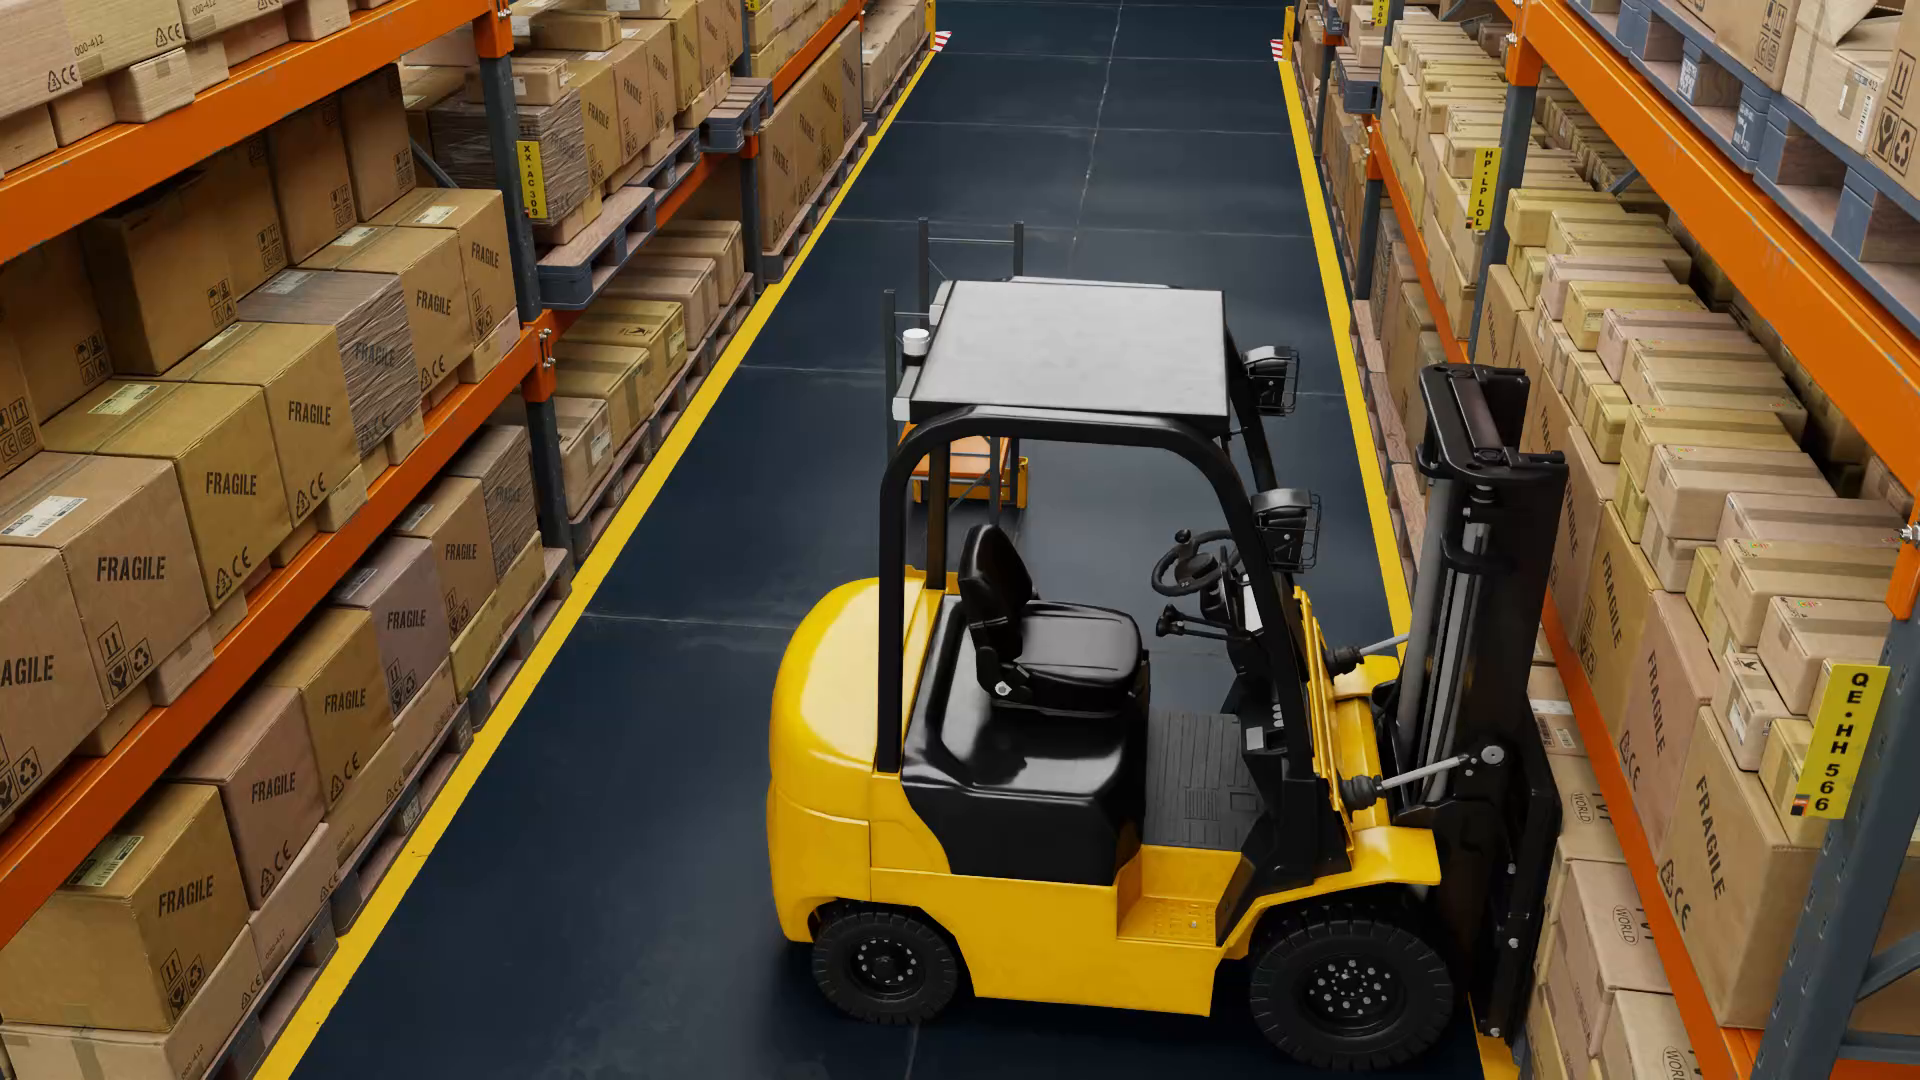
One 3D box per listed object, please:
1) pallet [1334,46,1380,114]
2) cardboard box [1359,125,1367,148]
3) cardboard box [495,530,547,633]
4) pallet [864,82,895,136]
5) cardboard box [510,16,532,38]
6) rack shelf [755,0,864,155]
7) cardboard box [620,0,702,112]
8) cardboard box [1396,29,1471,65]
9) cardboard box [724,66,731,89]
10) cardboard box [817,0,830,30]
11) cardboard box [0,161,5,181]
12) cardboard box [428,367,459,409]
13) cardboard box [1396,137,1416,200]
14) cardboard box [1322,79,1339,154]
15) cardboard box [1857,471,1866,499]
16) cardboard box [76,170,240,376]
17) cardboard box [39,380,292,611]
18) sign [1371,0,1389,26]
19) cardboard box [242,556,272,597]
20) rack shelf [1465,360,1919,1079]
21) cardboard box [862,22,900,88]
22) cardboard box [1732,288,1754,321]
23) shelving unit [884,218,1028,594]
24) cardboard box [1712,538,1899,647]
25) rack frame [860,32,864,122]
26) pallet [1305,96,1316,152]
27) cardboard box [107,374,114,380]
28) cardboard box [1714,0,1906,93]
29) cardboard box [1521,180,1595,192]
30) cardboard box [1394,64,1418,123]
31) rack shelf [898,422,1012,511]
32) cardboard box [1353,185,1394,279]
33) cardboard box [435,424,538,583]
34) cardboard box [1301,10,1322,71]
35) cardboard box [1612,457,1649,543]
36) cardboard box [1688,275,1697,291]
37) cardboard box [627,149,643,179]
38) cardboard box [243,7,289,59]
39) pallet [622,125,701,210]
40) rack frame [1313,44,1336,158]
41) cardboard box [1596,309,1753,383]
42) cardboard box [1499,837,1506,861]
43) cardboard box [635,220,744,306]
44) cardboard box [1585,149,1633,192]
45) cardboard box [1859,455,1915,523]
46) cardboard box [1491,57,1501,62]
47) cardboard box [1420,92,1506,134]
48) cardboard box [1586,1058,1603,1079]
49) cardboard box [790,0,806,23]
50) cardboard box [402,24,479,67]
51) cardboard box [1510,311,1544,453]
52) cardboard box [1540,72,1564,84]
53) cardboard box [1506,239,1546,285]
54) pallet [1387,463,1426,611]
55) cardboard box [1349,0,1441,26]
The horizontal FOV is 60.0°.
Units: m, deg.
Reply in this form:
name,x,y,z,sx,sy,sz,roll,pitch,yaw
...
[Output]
name,x,y,z,sx,sy,sz,roll,pitch,yaw
pallet,3.091,-2.992,10.843,1.213,0.211,1.003,3,28,6
cardboard box,3.073,-2.861,11.907,0.380,0.149,0.250,3,28,5
cardboard box,-2.145,0.162,7.242,0.500,0.250,0.500,5,29,9
pallet,-1.188,-4.049,15.542,1.003,0.211,1.213,3,28,6
cardboard box,-2.318,-2.470,8.811,0.500,0.500,0.500,2,28,4
rack shelf,-1.604,-3.665,12.648,1.077,0.370,4.000,3,28,6
cardboard box,-1.742,-2.688,9.215,0.500,0.500,0.500,1,28,3
cardboard box,2.715,-2.824,9.540,0.380,0.149,0.250,4,29,7
cardboard box,-1.617,-2.816,10.136,0.380,0.149,0.250,4,29,7
cardboard box,-1.308,-4.155,12.958,0.500,0.250,0.500,3,28,5
cardboard box,-2.457,-0.873,3.810,0.380,0.149,0.250,4,29,8
cardboard box,-2.209,-0.641,6.543,0.380,0.149,0.250,3,29,6
cardboard box,2.658,-2.013,8.982,0.500,0.250,0.500,2,28,5
cardboard box,3.285,-3.506,13.788,0.500,0.500,0.500,5,29,8
cardboard box,2.625,-0.063,4.415,0.380,0.149,0.250,4,29,8
cardboard box,-2.755,-0.853,5.198,0.700,0.500,0.500,3,28,6
cardboard box,-2.374,-0.140,4.928,0.500,0.500,0.500,3,28,5
sign,2.538,-3.255,9.992,0.100,0.325,0.005,3,28,6
cardboard box,-2.404,0.080,5.203,0.380,0.149,0.250,4,29,8
rack shelf,2.343,0.388,5.126,1.077,0.370,4.000,3,28,6
cardboard box,-1.066,-4.690,16.052,0.875,0.438,0.875,3,28,5
cardboard box,2.789,-0.801,5.470,0.380,0.149,0.250,3,28,5
shelving unit,-0.009,-0.624,7.828,0.587,1.500,1.083,3,28,6
cardboard box,1.937,0.128,3.746,0.380,0.149,0.250,4,29,7
rack frame,-1.359,-4.923,14.225,1.000,3.000,0.127,3,28,6
pallet,3.653,-3.732,14.954,1.003,0.211,1.213,3,28,6
cardboard box,-2.825,-0.429,5.464,0.500,0.500,0.500,4,29,7
cardboard box,2.135,-1.280,3.647,0.700,0.500,0.500,4,29,7
cardboard box,2.409,-1.374,6.848,0.380,0.149,0.250,4,29,8
cardboard box,2.718,-2.477,9.316,0.500,0.250,0.500,4,29,8
rack shelf,-0.010,-0.462,7.905,0.538,0.185,1.000,3,28,6
cardboard box,2.916,-2.049,11.084,0.500,0.500,0.500,4,29,8
cardboard box,-2.145,-0.168,7.064,0.500,0.500,0.500,3,28,5
cardboard box,3.746,-4.921,16.414,0.700,0.500,0.500,4,29,8
cardboard box,1.995,-0.102,4.487,0.380,0.149,0.250,4,29,7
cardboard box,2.807,-0.914,5.994,0.380,0.149,0.250,3,28,5
cardboard box,-1.854,-1.963,8.553,0.380,0.149,0.250,4,29,7
cardboard box,-2.331,-1.600,5.160,0.380,0.149,0.250,4,29,7
pallet,-2.051,-2.021,9.042,1.003,0.211,1.213,3,28,6
rack frame,3.568,-4.636,13.693,1.000,3.000,0.127,3,28,6
cardboard box,2.175,-0.587,5.074,0.380,0.149,0.250,3,28,6
cardboard box,2.024,1.084,5.531,0.500,0.250,0.500,4,29,8
cardboard box,-1.928,-1.803,10.761,0.950,0.372,0.625,1,28,3
cardboard box,2.960,-1.594,7.256,0.380,0.149,0.250,3,28,6
cardboard box,2.487,-0.081,4.135,0.380,0.149,0.250,4,29,8
cardboard box,3.299,-2.680,9.693,0.500,0.250,0.500,4,29,7
cardboard box,2.492,-2.106,8.207,0.380,0.149,0.250,3,28,5
cardboard box,1.847,1.571,4.101,0.500,0.250,0.500,3,28,6
cardboard box,-1.404,-3.895,11.949,0.500,0.250,0.500,3,28,6
cardboard box,-2.435,-2.358,7.919,0.380,0.149,0.250,3,28,5
cardboard box,2.227,-0.475,5.863,0.500,0.500,0.500,4,29,7
cardboard box,3.208,-2.310,8.585,0.380,0.149,0.250,3,28,5
cardboard box,2.288,-1.065,6.275,0.380,0.149,0.250,3,28,5
pallet,2.639,0.008,8.012,1.003,0.211,1.213,3,28,6
cardboard box,3.094,-3.763,11.520,0.797,0.503,0.637,3,28,5
